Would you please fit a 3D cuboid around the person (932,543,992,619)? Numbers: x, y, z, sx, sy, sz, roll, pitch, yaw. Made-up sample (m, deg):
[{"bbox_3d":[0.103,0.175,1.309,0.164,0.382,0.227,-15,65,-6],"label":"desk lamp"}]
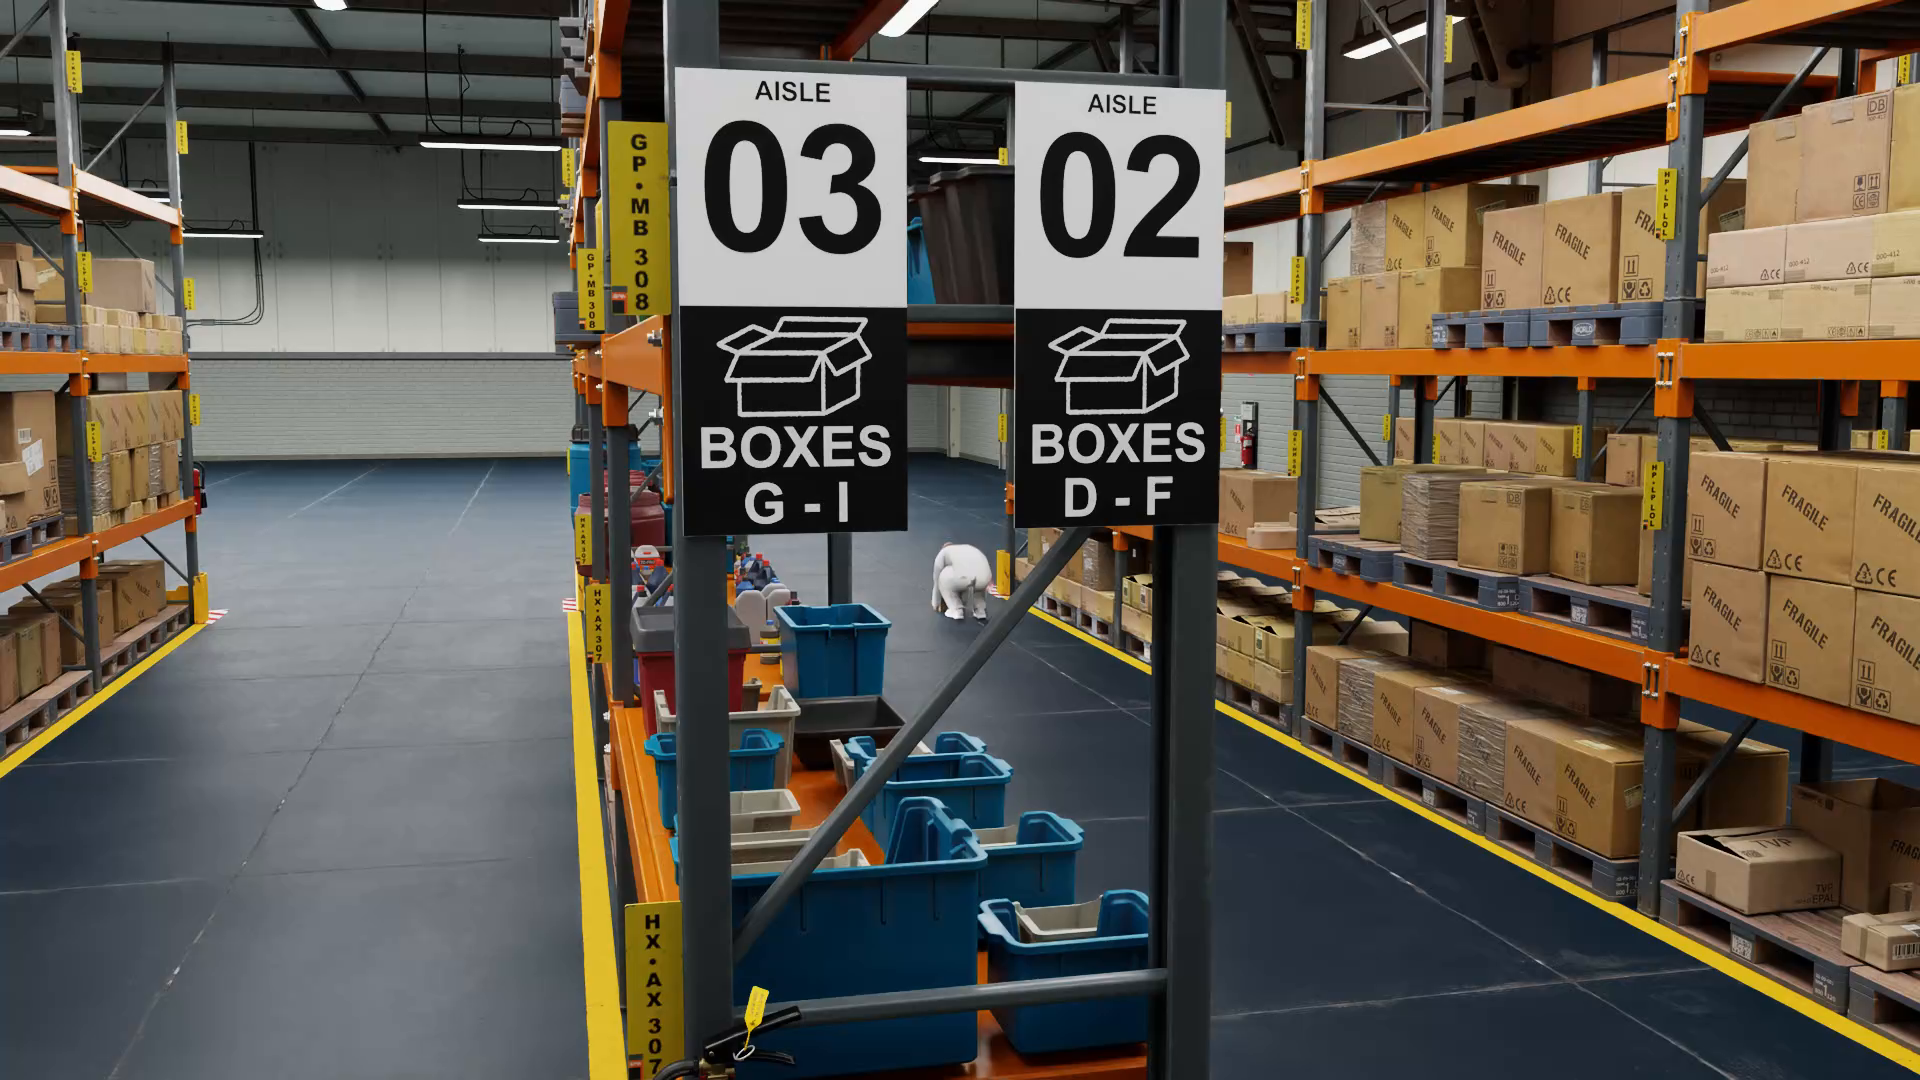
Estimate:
[{"bbox_3d":[0.026,0.456,18.091,0.577,0.795,1.021,-2,6,-15],"label":"person"}]
